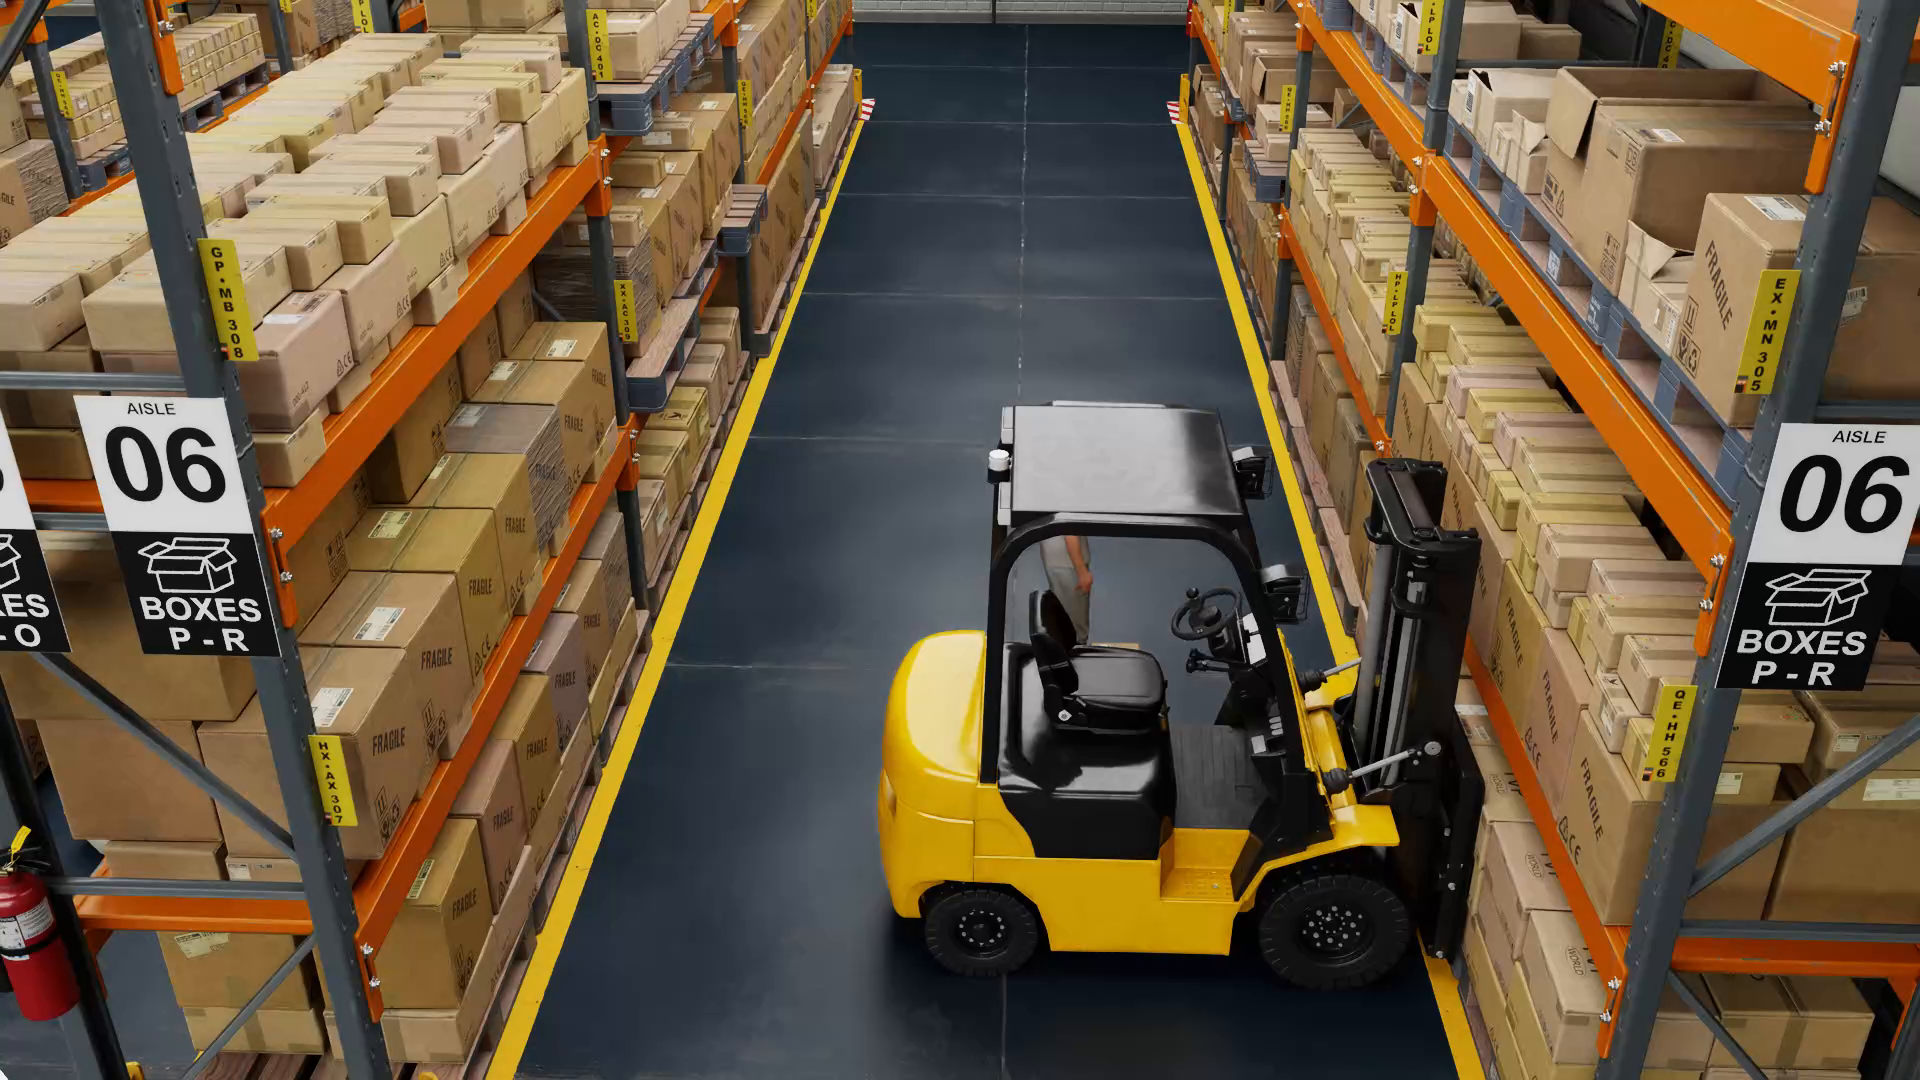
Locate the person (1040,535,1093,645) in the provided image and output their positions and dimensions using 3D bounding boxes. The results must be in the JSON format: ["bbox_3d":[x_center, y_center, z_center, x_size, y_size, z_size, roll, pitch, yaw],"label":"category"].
[{"bbox_3d":[0.576,0.089,8.460,0.354,1.670,0.513,0,28,-1],"label":"person"}]
